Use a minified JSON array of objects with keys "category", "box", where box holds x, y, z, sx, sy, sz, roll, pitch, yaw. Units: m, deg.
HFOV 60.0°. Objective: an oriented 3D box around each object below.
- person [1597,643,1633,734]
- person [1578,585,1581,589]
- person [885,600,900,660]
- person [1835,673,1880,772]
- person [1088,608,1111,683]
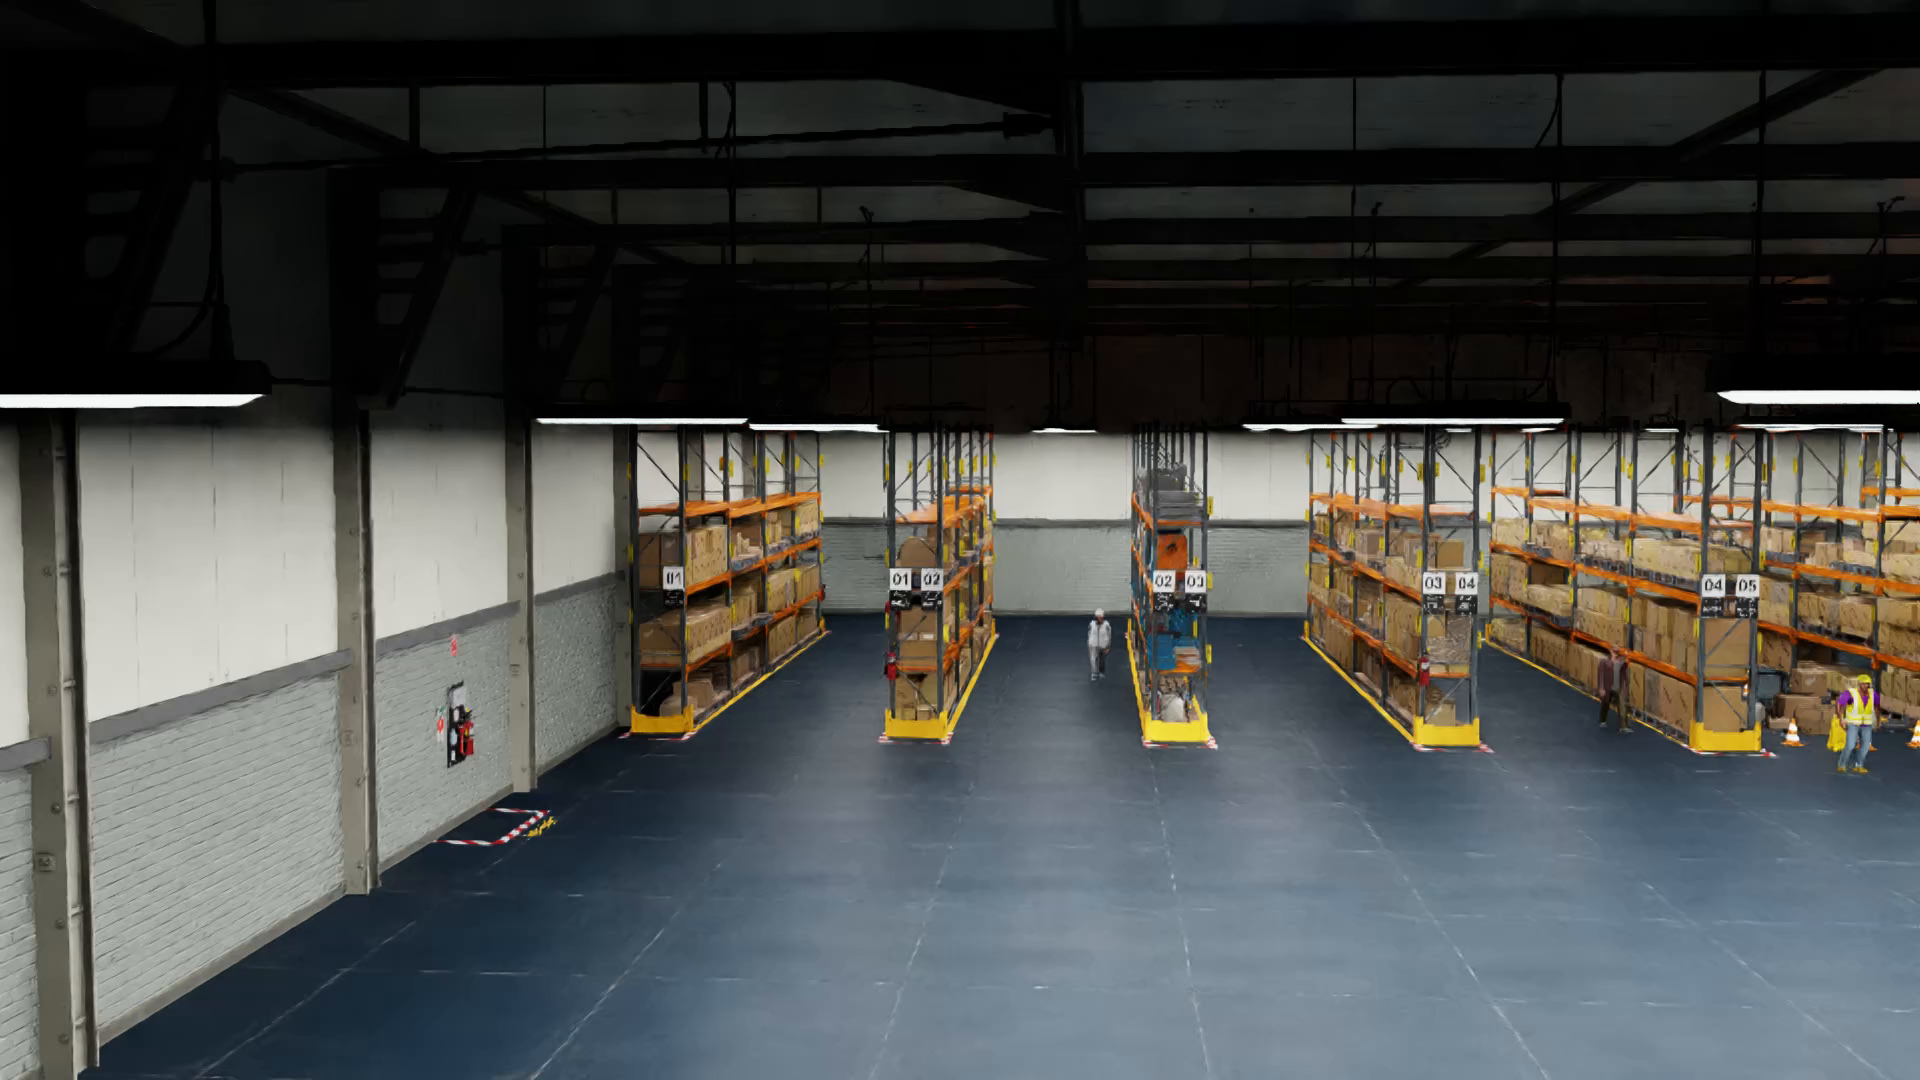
[{"category":"person","box":[12.572,2.829,32.000,0.598,1.698,1.193,0,4,7]},{"category":"person","box":[16.732,2.041,45.037,0.430,1.653,0.530,-2,4,-25]},{"category":"person","box":[-1.660,2.170,42.303,0.449,1.737,0.595,-2,4,-27]},{"category":"person","box":[15.184,3.094,28.106,0.719,1.714,0.578,0,4,2]},{"category":"person","box":[3.235,2.421,38.515,0.544,1.698,1.105,0,4,3]}]
